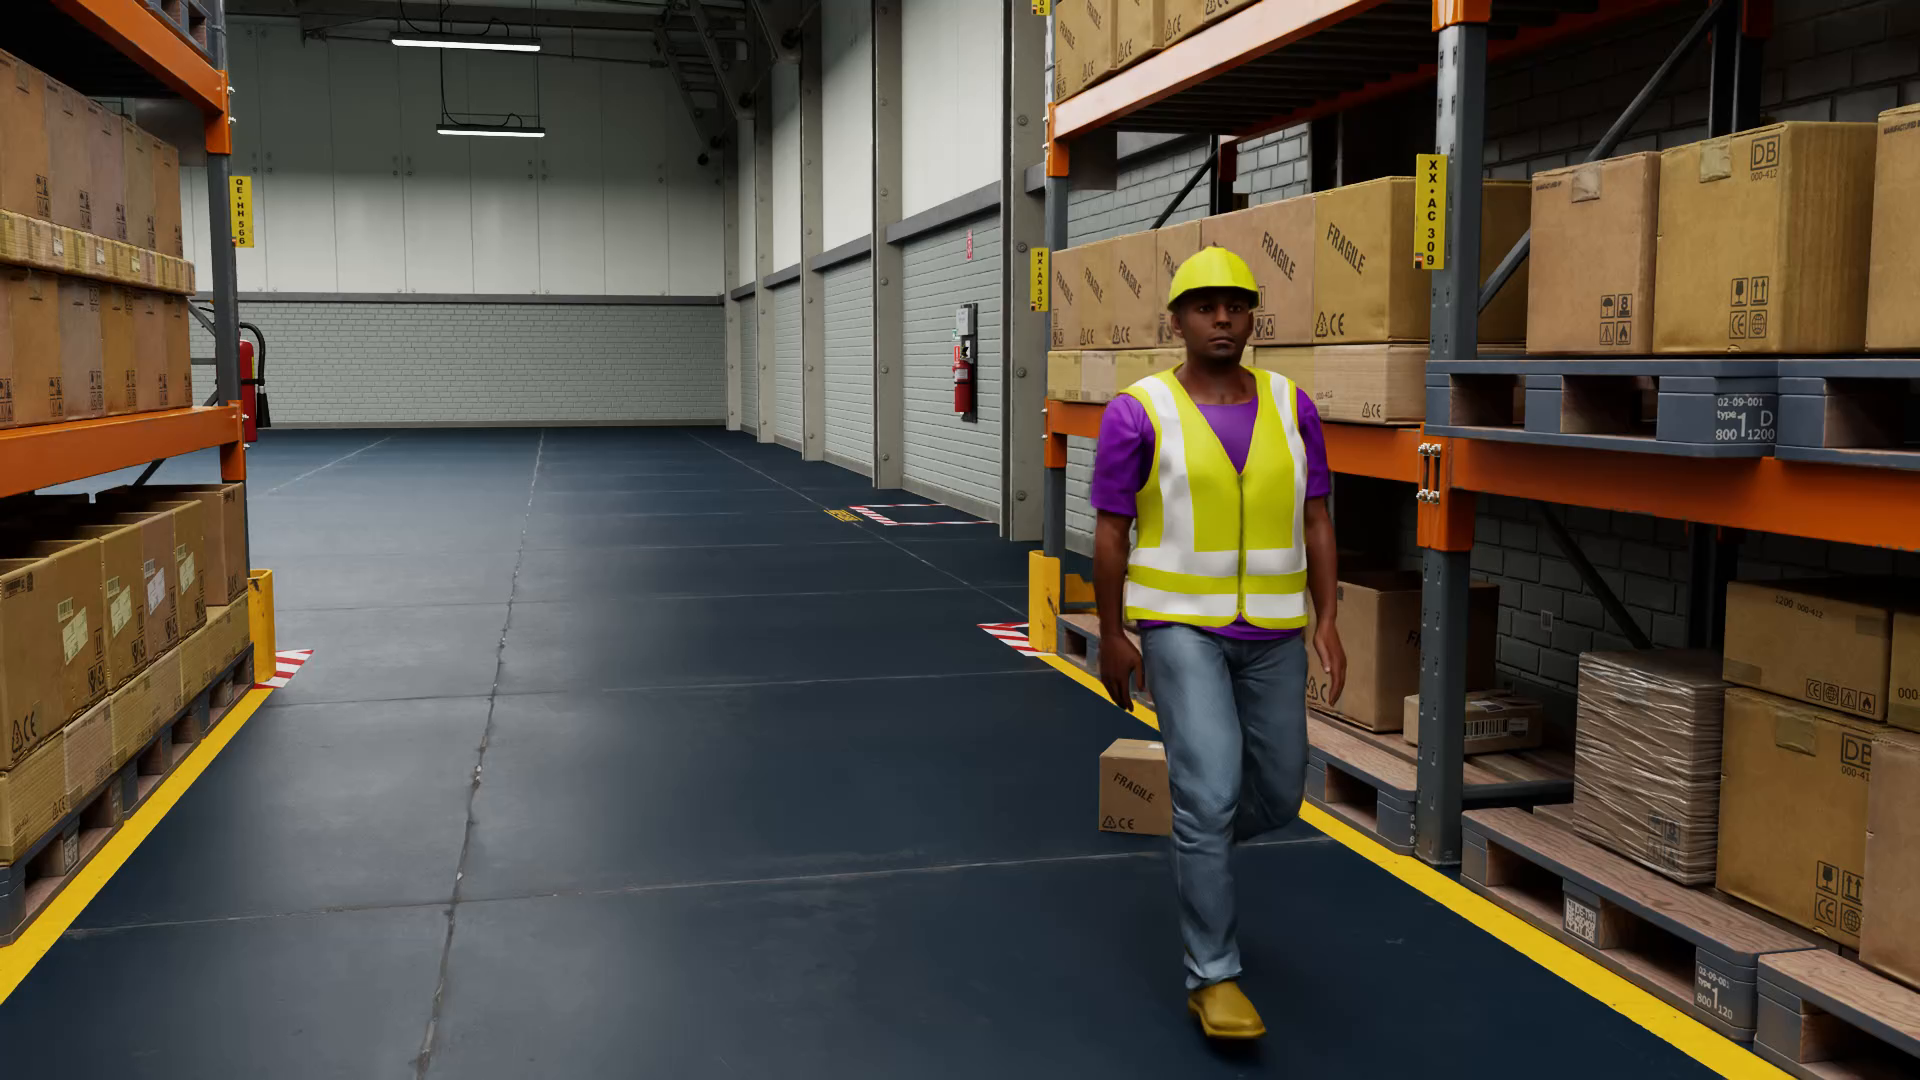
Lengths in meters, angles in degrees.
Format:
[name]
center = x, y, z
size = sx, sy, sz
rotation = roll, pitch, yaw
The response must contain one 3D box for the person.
[person]
center = 0.593, 0.196, 3.890
size = 0.564, 1.739, 0.859
rotation = -1, 6, -13
